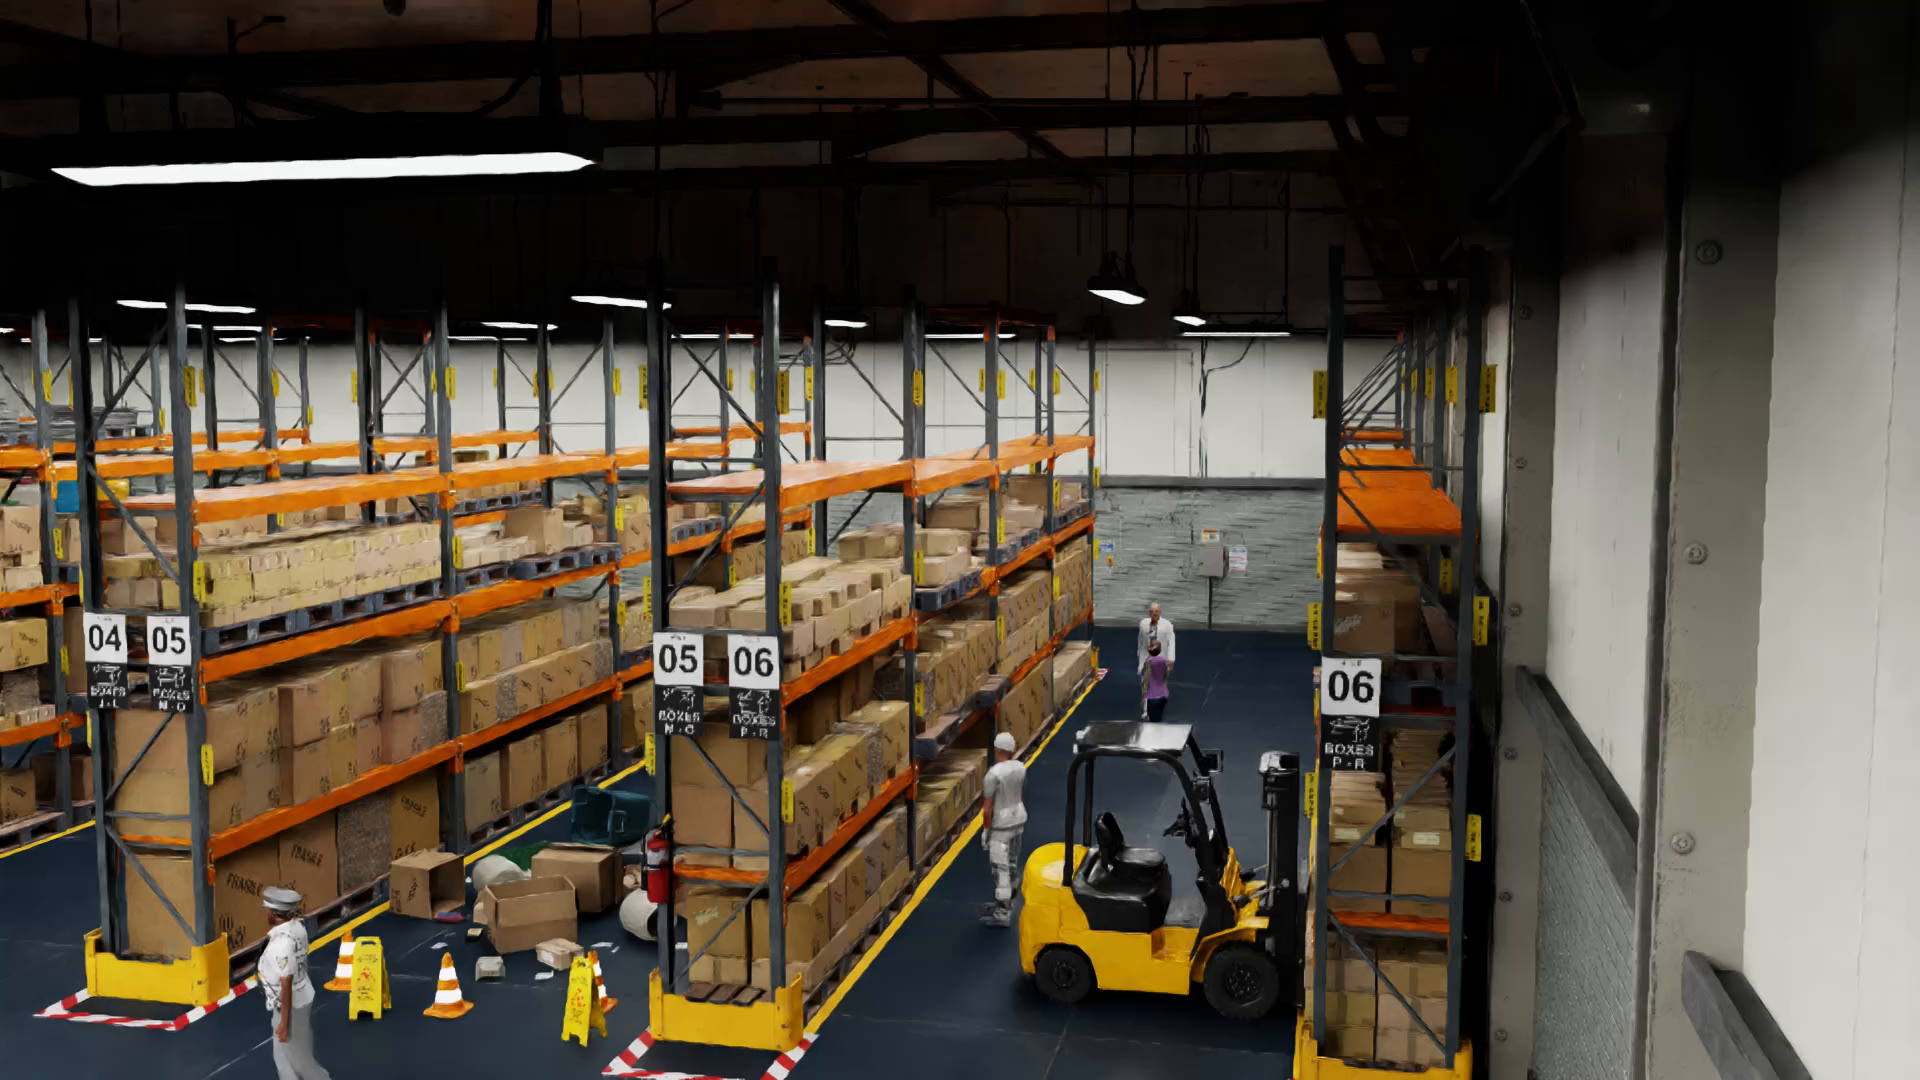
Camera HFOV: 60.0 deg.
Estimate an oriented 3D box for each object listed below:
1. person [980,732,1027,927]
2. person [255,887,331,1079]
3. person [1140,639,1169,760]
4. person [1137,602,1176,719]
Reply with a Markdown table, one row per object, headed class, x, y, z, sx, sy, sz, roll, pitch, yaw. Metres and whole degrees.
| class | x | y | z | sx | sy | sz | roll | pitch | yaw |
| --- | --- | --- | --- | --- | --- | --- | --- | --- | --- |
| person | 0.364 | 2.684 | 15.624 | 0.489 | 1.787 | 0.608 | 6 | 8 | 44 |
| person | -4.512 | 3.201 | 11.371 | 0.528 | 1.667 | 0.570 | -1 | 6 | -14 |
| person | 2.591 | 2.113 | 22.238 | 0.522 | 1.591 | 0.523 | 5 | 8 | 41 |
| person | 2.931 | 1.787 | 24.894 | 0.600 | 1.725 | 1.110 | 1 | 6 | 12 |
